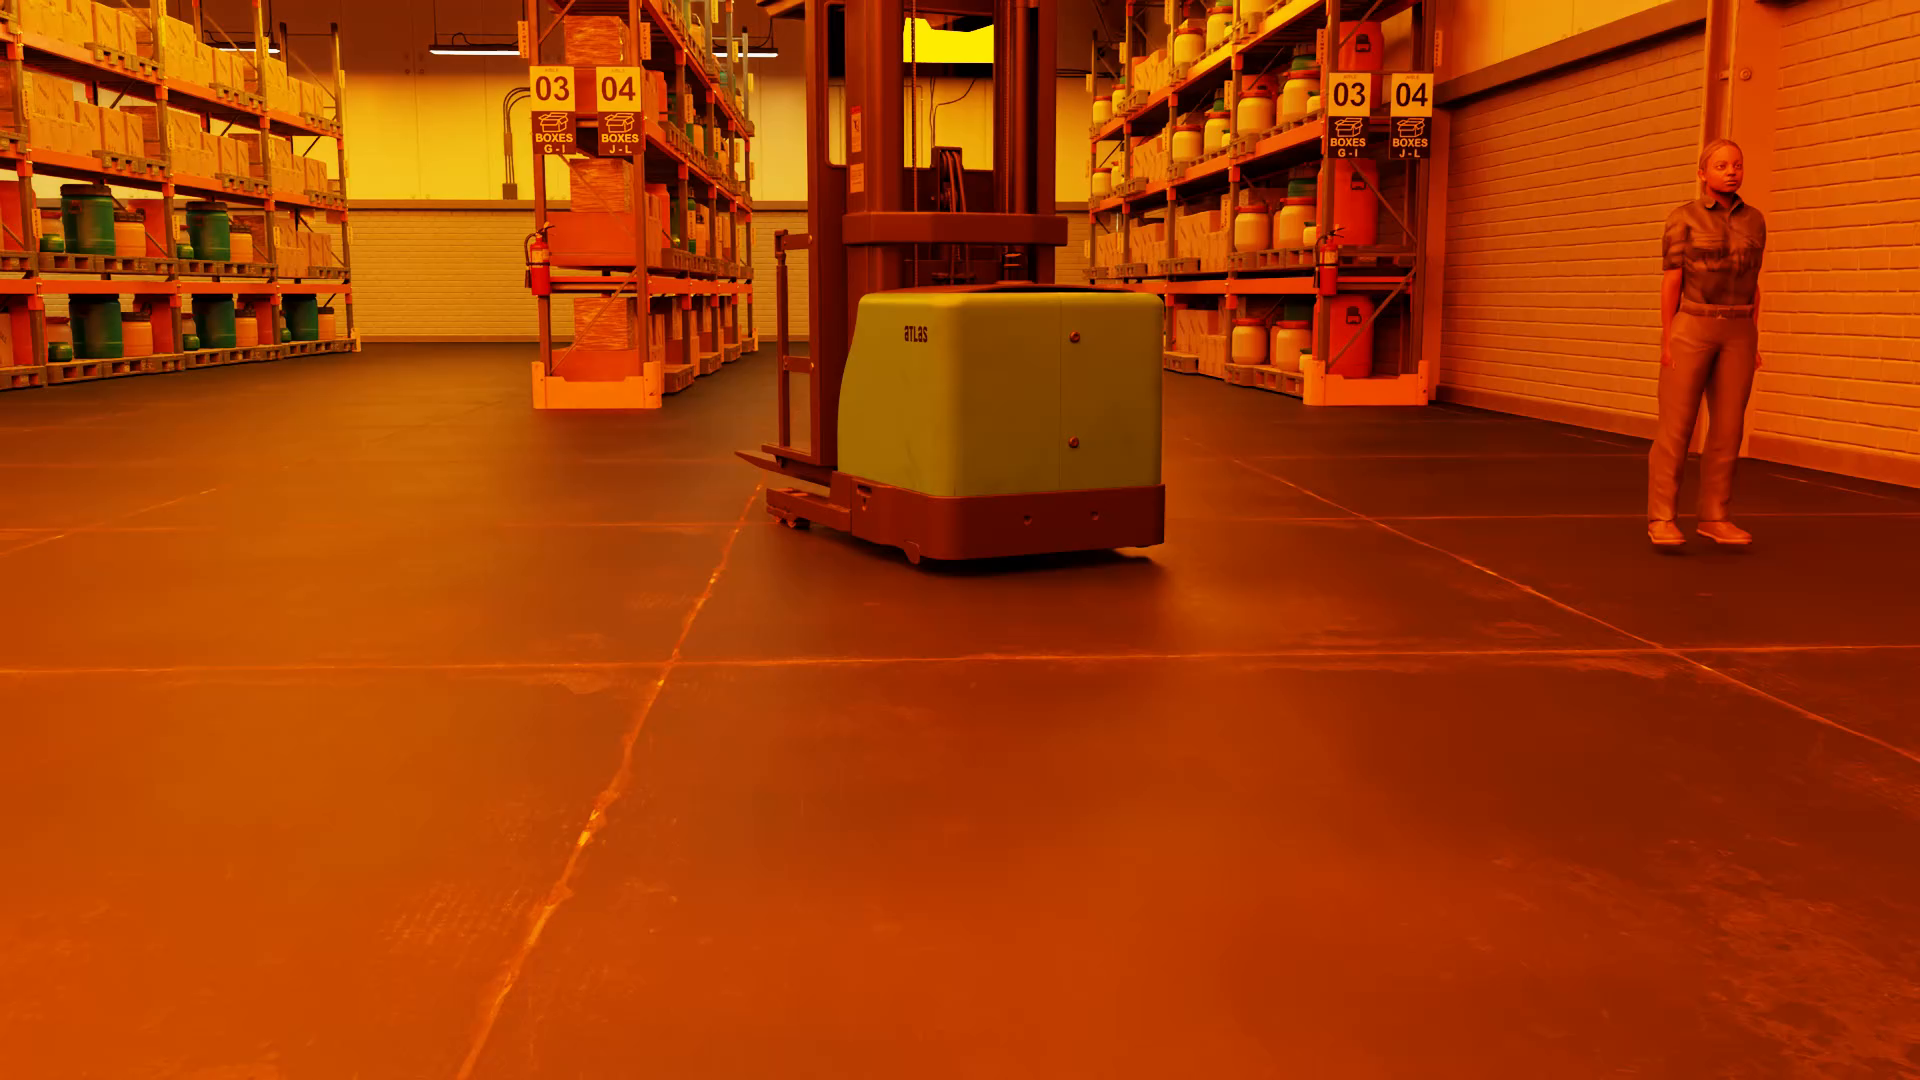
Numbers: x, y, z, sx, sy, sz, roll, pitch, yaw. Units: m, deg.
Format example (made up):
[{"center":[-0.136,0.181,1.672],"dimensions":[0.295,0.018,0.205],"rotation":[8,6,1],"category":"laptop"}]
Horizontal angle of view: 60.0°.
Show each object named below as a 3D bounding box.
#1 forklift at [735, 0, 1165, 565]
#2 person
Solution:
[{"center":[-0.264,-1.530,7.637],"dimensions":[1.130,2.935,3.031],"rotation":[-4,9,-25],"category":"forklift"},{"center":[3.105,-0.812,6.882],"dimensions":[0.452,1.660,0.335],"rotation":[-1,8,-4],"category":"person"}]
